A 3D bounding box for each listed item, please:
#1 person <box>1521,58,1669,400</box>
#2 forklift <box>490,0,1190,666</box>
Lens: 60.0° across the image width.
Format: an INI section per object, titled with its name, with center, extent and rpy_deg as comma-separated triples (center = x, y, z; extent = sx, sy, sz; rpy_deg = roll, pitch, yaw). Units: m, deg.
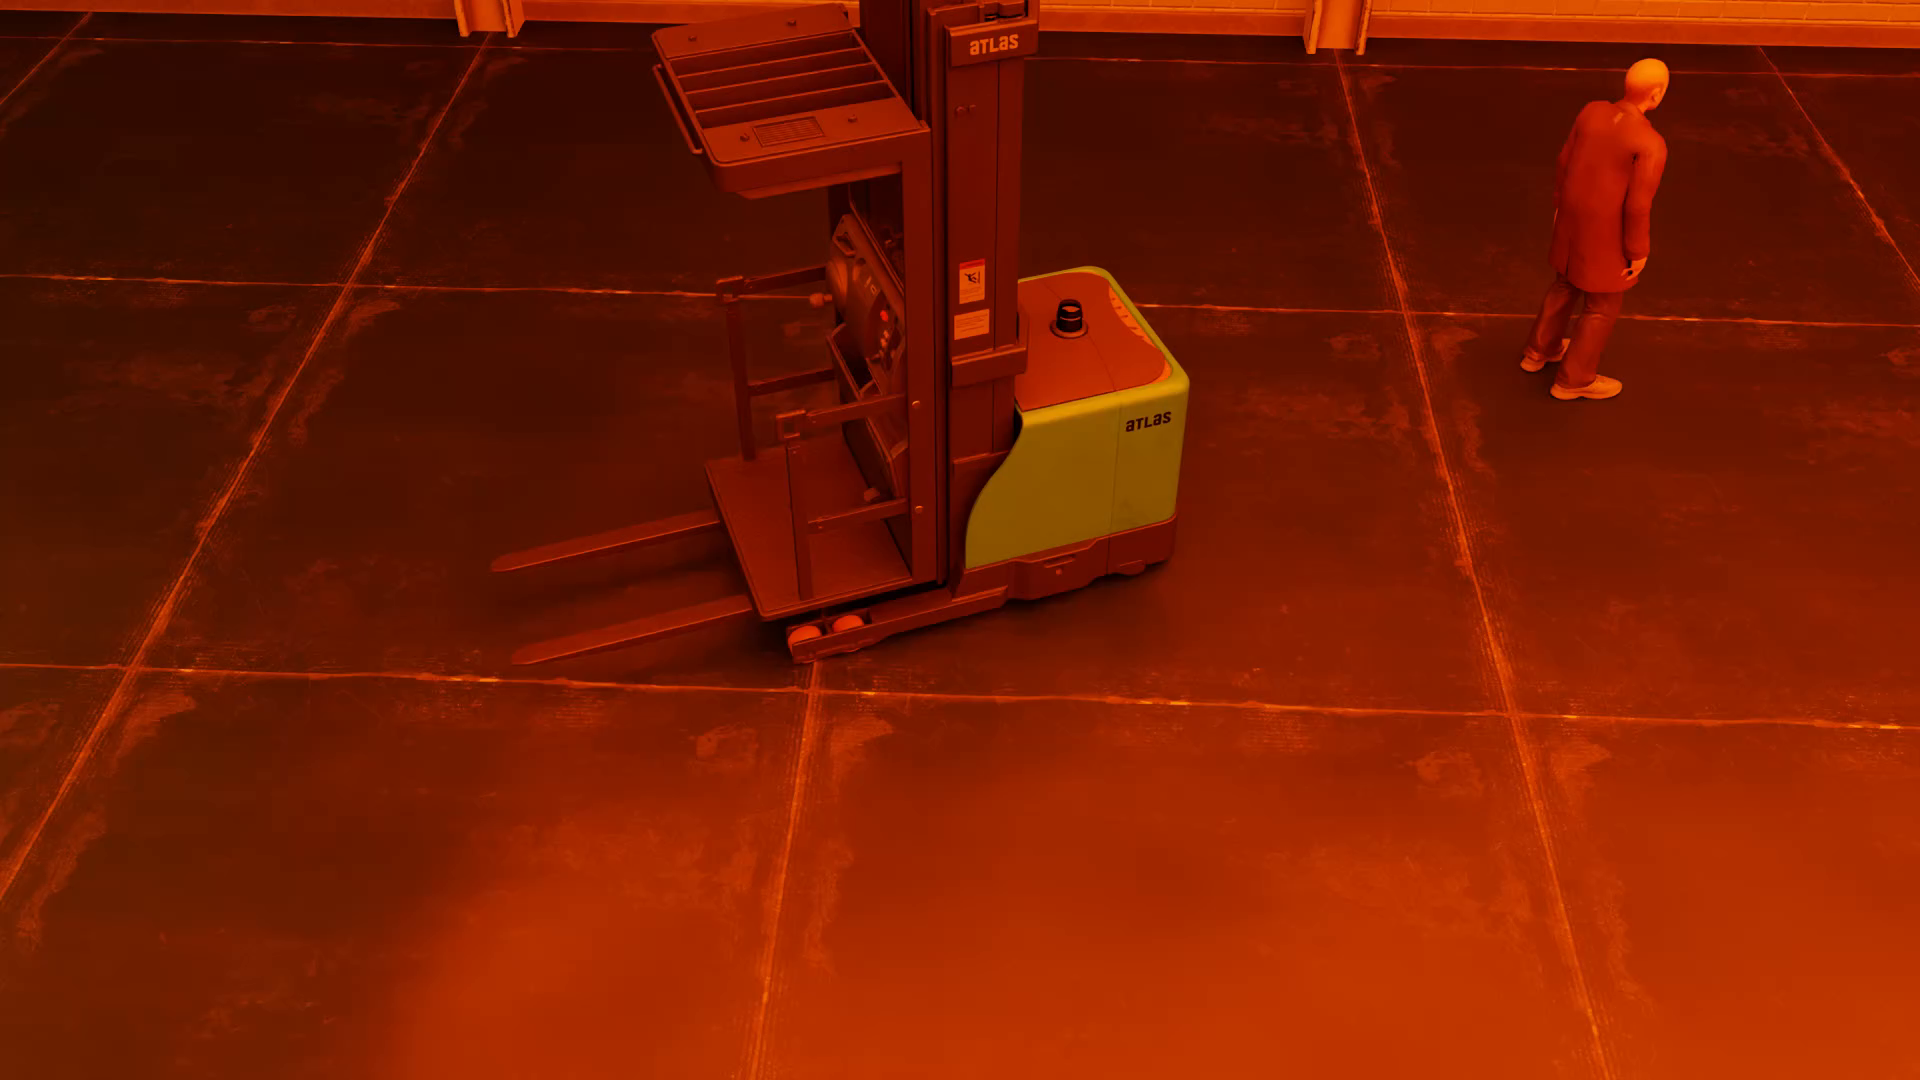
[person]
center = 3.190, -1.547, 8.296
extent = 0.436, 1.772, 0.644
rpy_deg = -17, 45, -17
[forklift]
center = -0.573, -0.945, 6.778
extent = 3.031, 2.935, 1.130
rpy_deg = -13, 44, -14
